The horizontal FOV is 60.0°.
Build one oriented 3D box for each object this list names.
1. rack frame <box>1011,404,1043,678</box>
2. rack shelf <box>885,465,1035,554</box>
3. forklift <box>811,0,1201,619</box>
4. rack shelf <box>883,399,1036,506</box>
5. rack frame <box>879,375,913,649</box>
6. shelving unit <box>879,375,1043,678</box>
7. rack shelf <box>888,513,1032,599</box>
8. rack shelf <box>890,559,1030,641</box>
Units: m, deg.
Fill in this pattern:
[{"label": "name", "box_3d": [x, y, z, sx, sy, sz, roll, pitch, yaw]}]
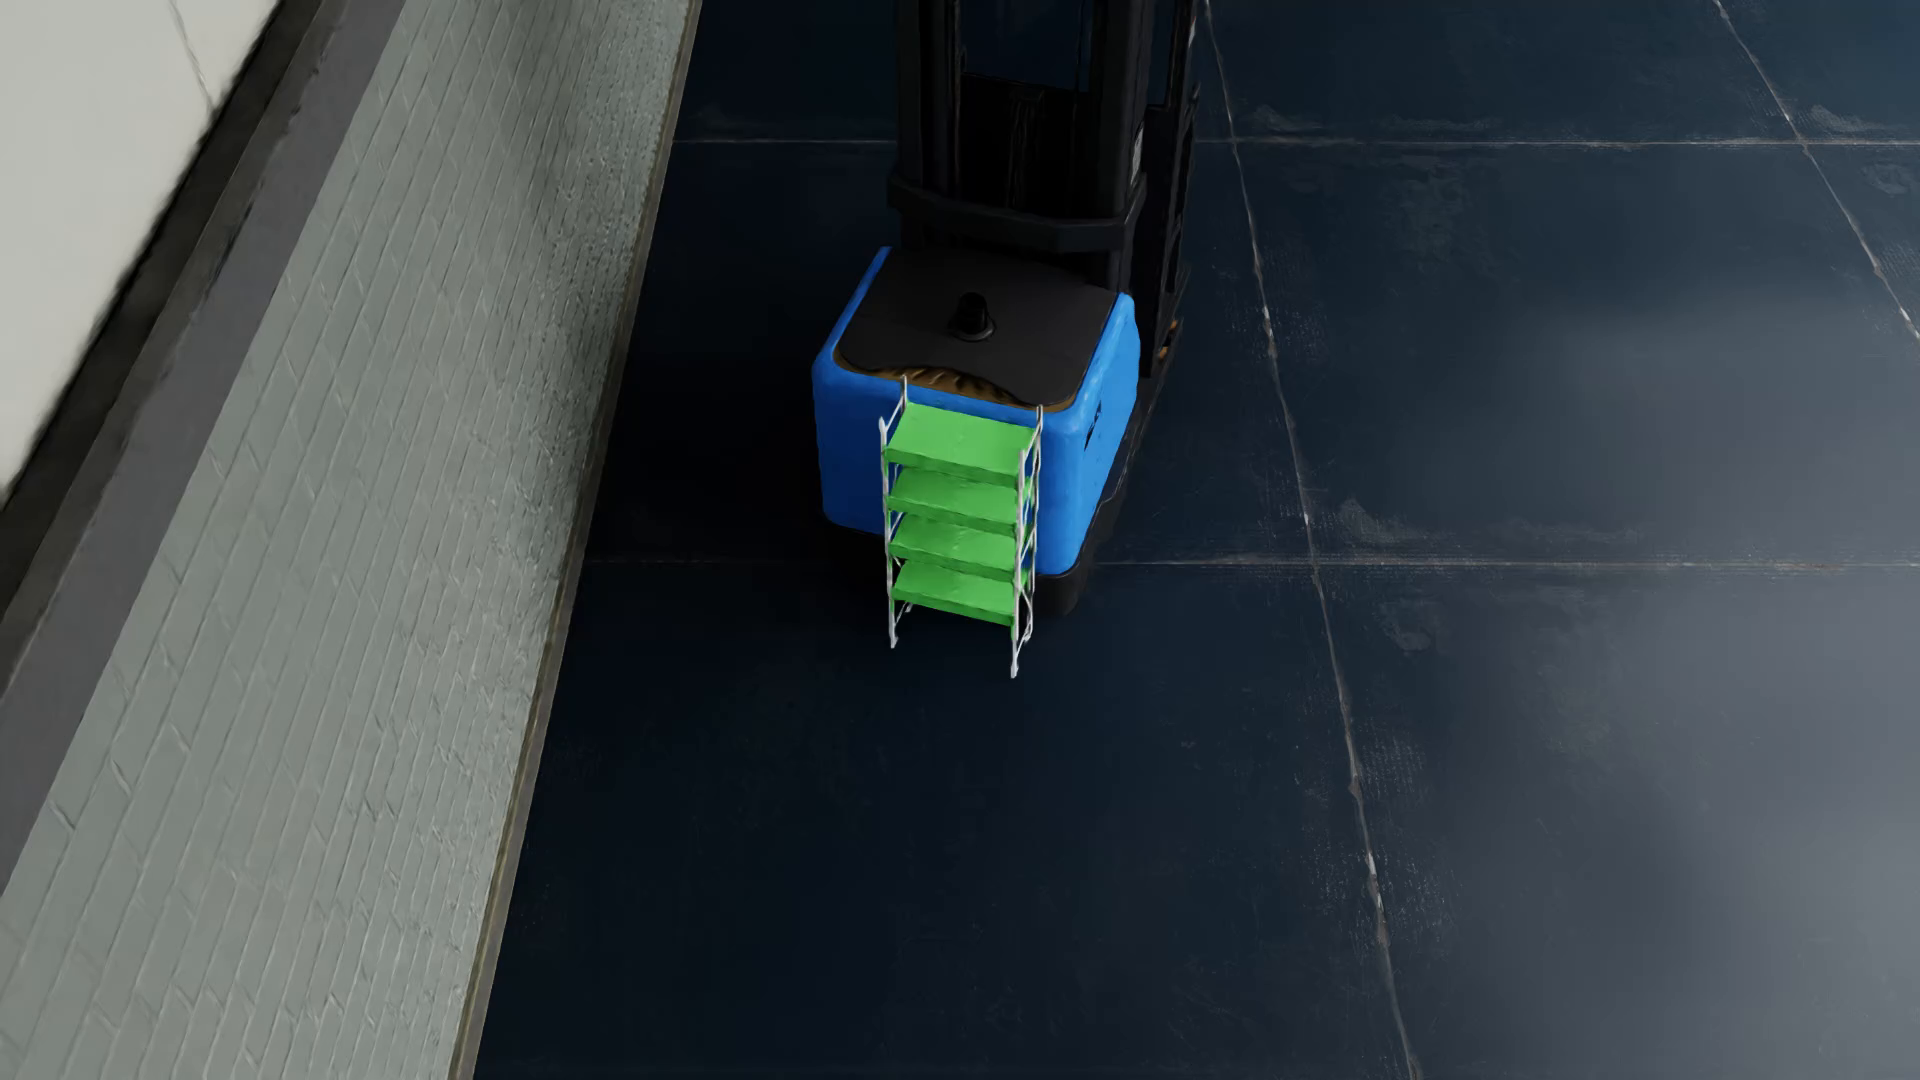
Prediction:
[{"label": "rack frame", "box_3d": [0.238, 0.033, 5.980, 0.015, 1.200, 0.240, 13, 48, 12]}, {"label": "rack shelf", "box_3d": [0.005, -0.140, 5.901, 0.480, 0.148, 0.258, 13, 48, 12]}, {"label": "forklift", "box_3d": [0.387, -1.796, 6.500, 1.130, 2.935, 3.031, 13, 48, 12]}, {"label": "rack shelf", "box_3d": [0.005, -0.304, 5.725, 0.480, 0.148, 0.258, 13, 48, 12]}, {"label": "rack frame", "box_3d": [-0.228, -0.074, 6.080, 0.015, 1.200, 0.240, 13, 48, 12]}, {"label": "shelving unit", "box_3d": [0.005, -0.020, 6.030, 0.503, 1.200, 0.258, 13, 48, 12]}, {"label": "rack shelf", "box_3d": [0.005, 0.023, 6.077, 0.480, 0.148, 0.258, 13, 48, 12]}, {"label": "rack shelf", "box_3d": [0.005, 0.187, 6.252, 0.480, 0.148, 0.258, 13, 48, 12]}]
